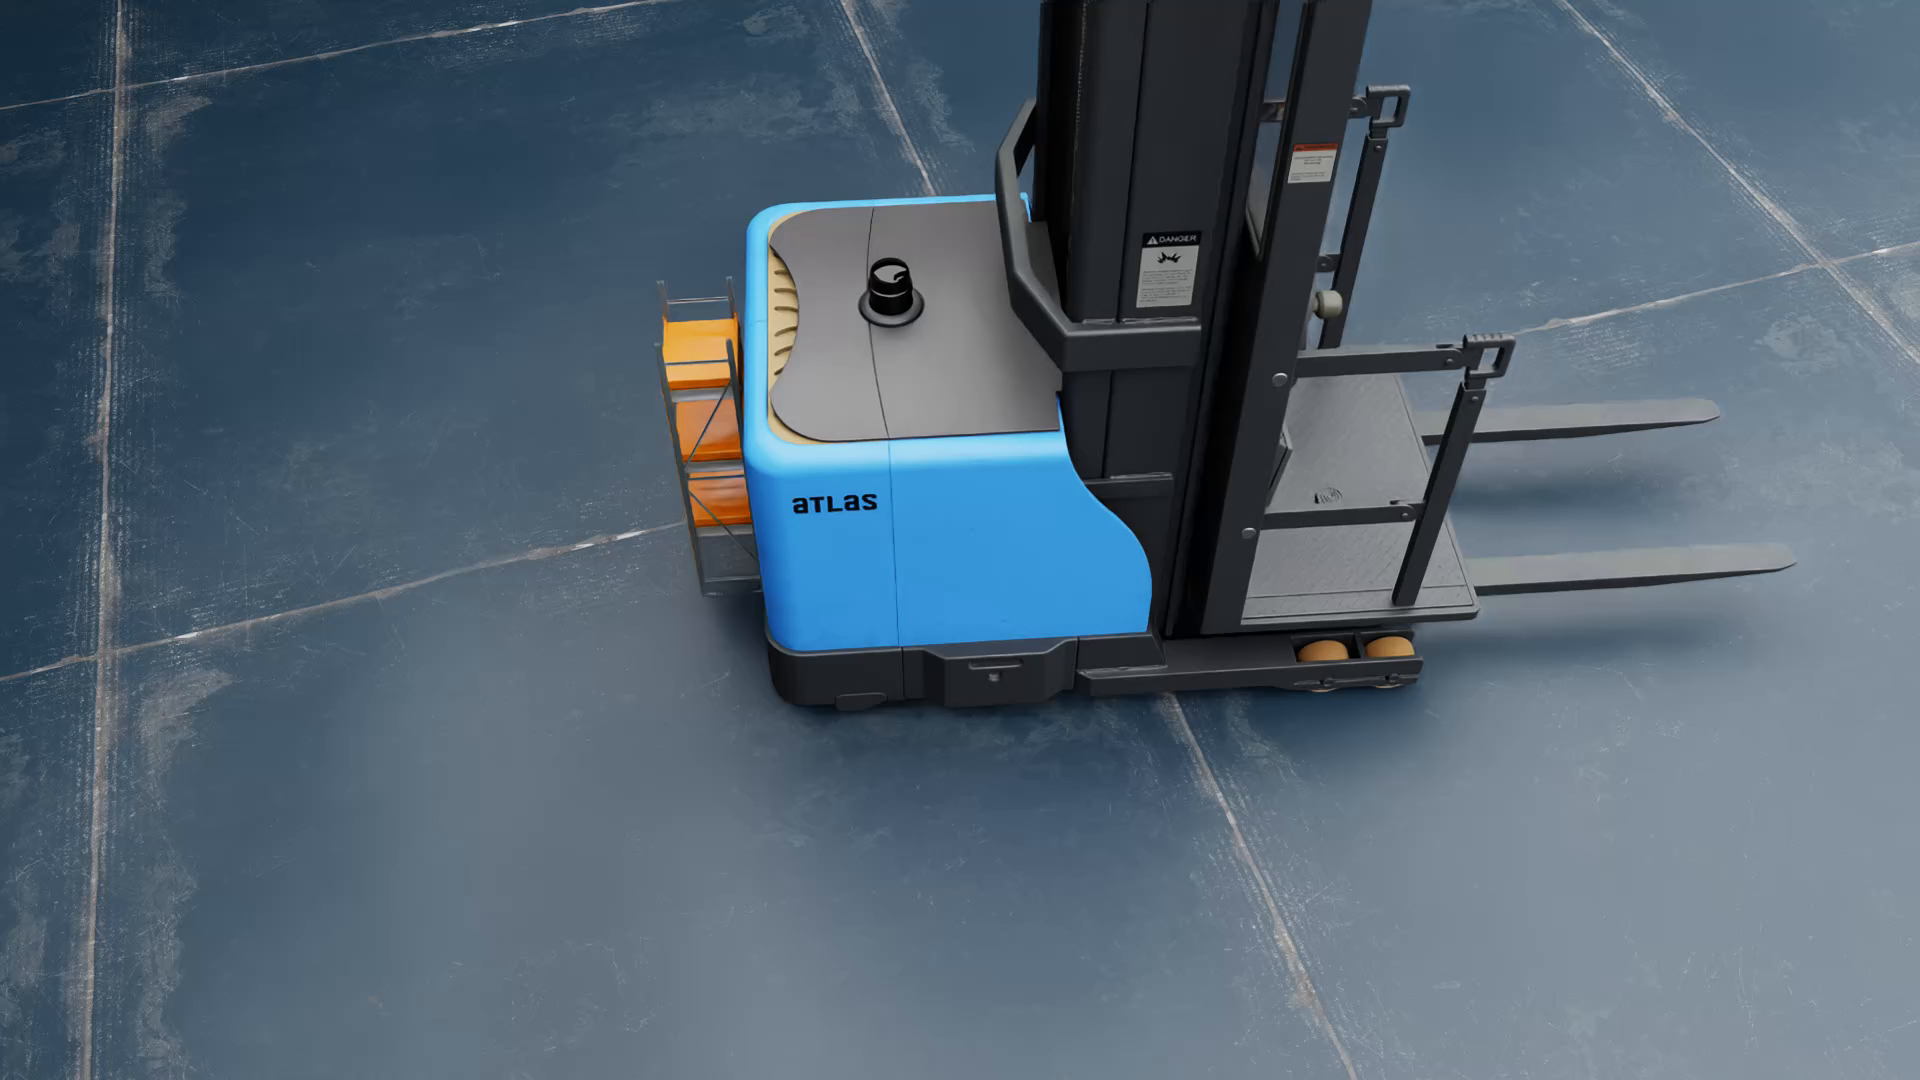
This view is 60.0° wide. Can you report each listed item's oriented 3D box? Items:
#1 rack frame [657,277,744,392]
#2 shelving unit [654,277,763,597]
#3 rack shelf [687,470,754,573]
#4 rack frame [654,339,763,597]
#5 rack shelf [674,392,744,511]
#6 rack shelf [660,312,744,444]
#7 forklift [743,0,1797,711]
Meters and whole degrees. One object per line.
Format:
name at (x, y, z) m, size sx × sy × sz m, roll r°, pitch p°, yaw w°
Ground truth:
rack frame at (-0.713, -0.360, 4.867) m, size 0.200 × 1.050 × 0.008 m, roll -4°, pitch 50°, yaw -3°
shelving unit at (-0.702, -0.267, 4.788) m, size 0.215 × 1.050 × 0.252 m, roll -4°, pitch 50°, yaw -3°
rack shelf at (-0.702, -0.081, 5.009) m, size 0.215 × 0.259 × 0.240 m, roll -4°, pitch 50°, yaw -3°
rack frame at (-0.691, -0.174, 4.710) m, size 0.200 × 1.050 × 0.008 m, roll -4°, pitch 50°, yaw -3°
rack shelf at (-0.702, -0.260, 4.797) m, size 0.215 × 0.259 × 0.240 m, roll -4°, pitch 50°, yaw -3°
rack shelf at (-0.702, -0.443, 4.580) m, size 0.215 × 0.259 × 0.240 m, roll -4°, pitch 50°, yaw -3°
forklift at (0.934, -0.903, 4.094) m, size 3.031 × 2.935 × 1.130 m, roll -3°, pitch 50°, yaw -3°
